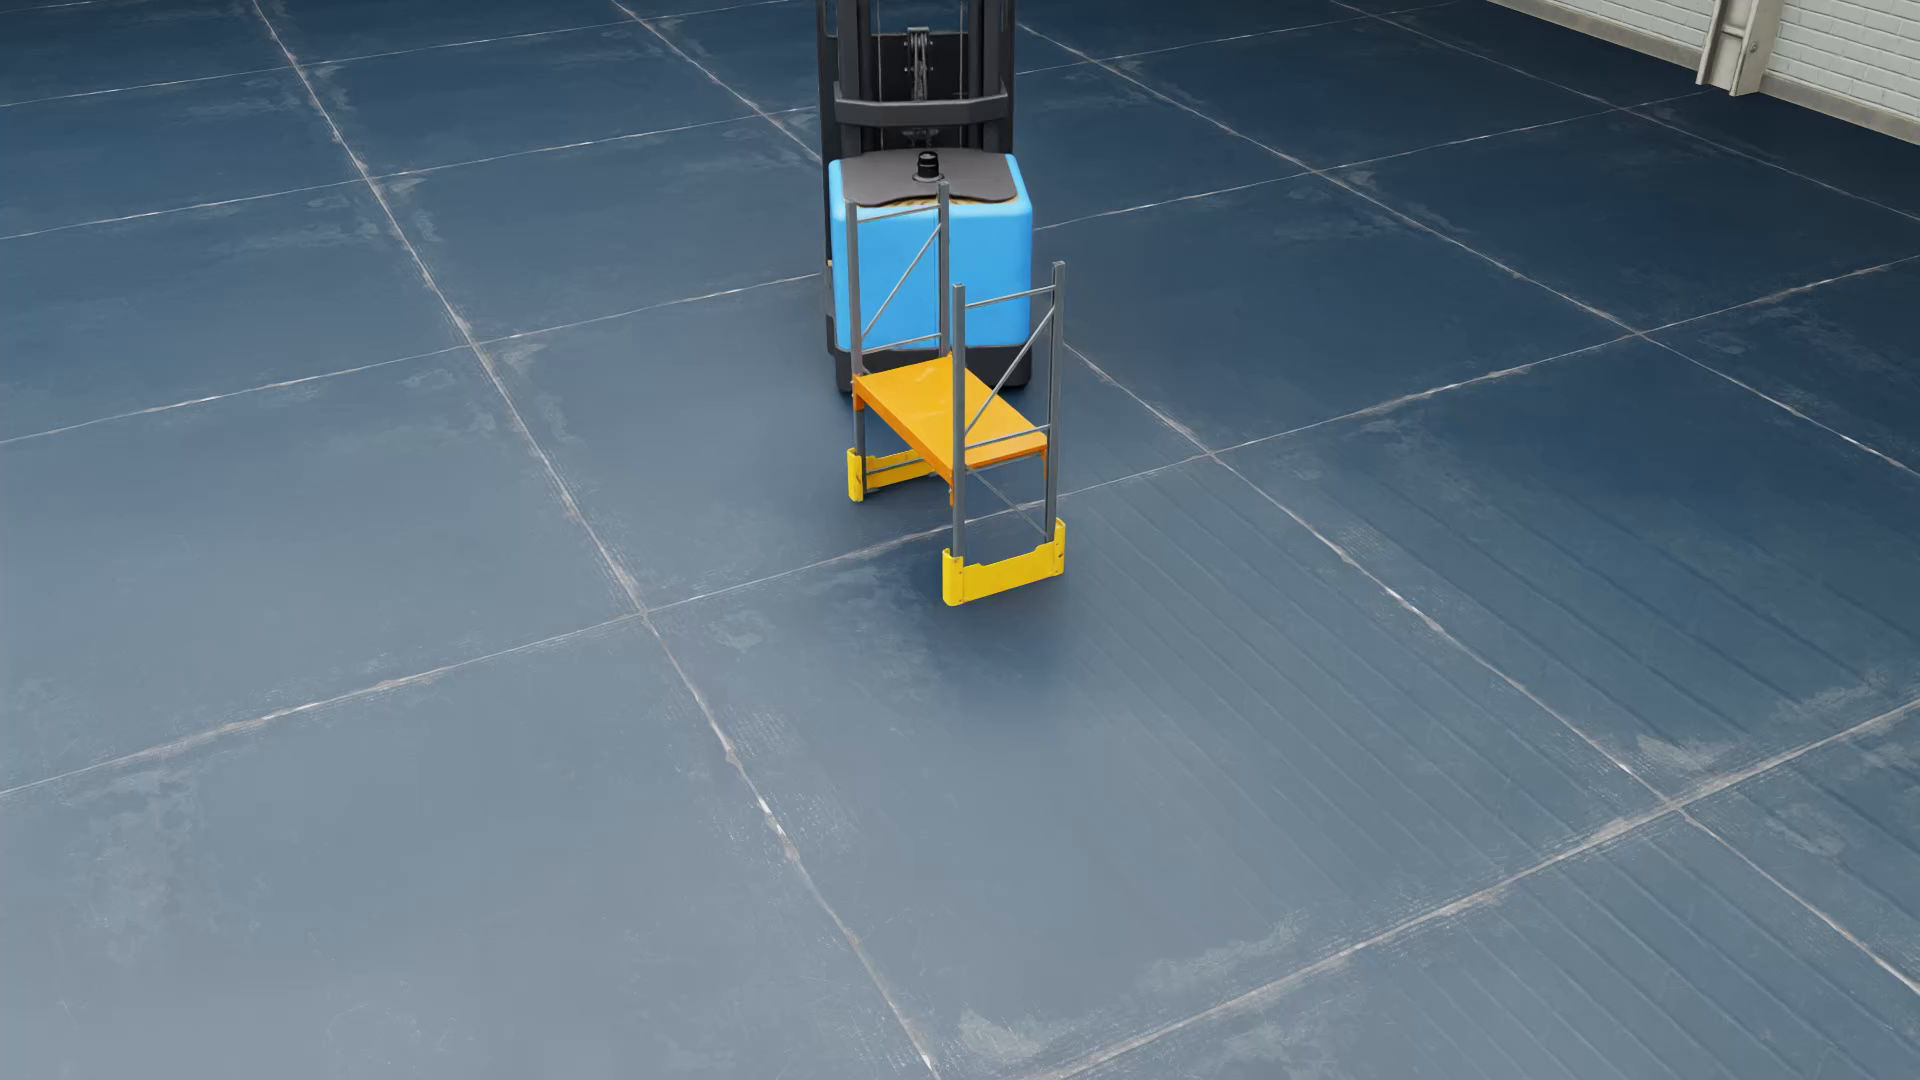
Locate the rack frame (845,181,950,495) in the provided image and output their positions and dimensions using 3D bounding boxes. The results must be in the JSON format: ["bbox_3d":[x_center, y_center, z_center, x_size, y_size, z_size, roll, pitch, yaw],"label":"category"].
[{"bbox_3d":[-0.277,-0.915,7.788,0.500,1.500,0.032,-16,36,-23],"label":"rack frame"}]

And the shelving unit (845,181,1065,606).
[{"bbox_3d":[-0.036,-0.668,7.402,0.587,1.500,1.083,-16,36,-23],"label":"shelving unit"}]

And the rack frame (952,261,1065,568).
[{"bbox_3d":[0.197,-0.430,7.030,0.500,1.500,0.032,-16,36,-23],"label":"rack frame"}]

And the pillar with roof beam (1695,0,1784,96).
[{"bbox_3d":[2.418,-6.381,9.368,9.100,9.000,0.400,-16,36,-23],"label":"pillar with roof beam"}]

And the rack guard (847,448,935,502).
[{"bbox_3d":[-0.268,-0.379,8.110,0.587,0.250,0.087,-16,36,-23],"label":"rack guard"}]

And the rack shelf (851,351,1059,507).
[{"bbox_3d":[-0.040,-0.521,7.506,0.538,0.185,1.000,-16,36,-23],"label":"rack shelf"}]

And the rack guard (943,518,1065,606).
[{"bbox_3d":[0.197,0.096,7.368,0.587,0.250,0.087,-16,36,-23],"label":"rack guard"}]

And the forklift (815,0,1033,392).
[{"bbox_3d":[-0.267,-2.790,9.388,1.130,2.935,3.031,-3,33,-4],"label":"forklift"}]
